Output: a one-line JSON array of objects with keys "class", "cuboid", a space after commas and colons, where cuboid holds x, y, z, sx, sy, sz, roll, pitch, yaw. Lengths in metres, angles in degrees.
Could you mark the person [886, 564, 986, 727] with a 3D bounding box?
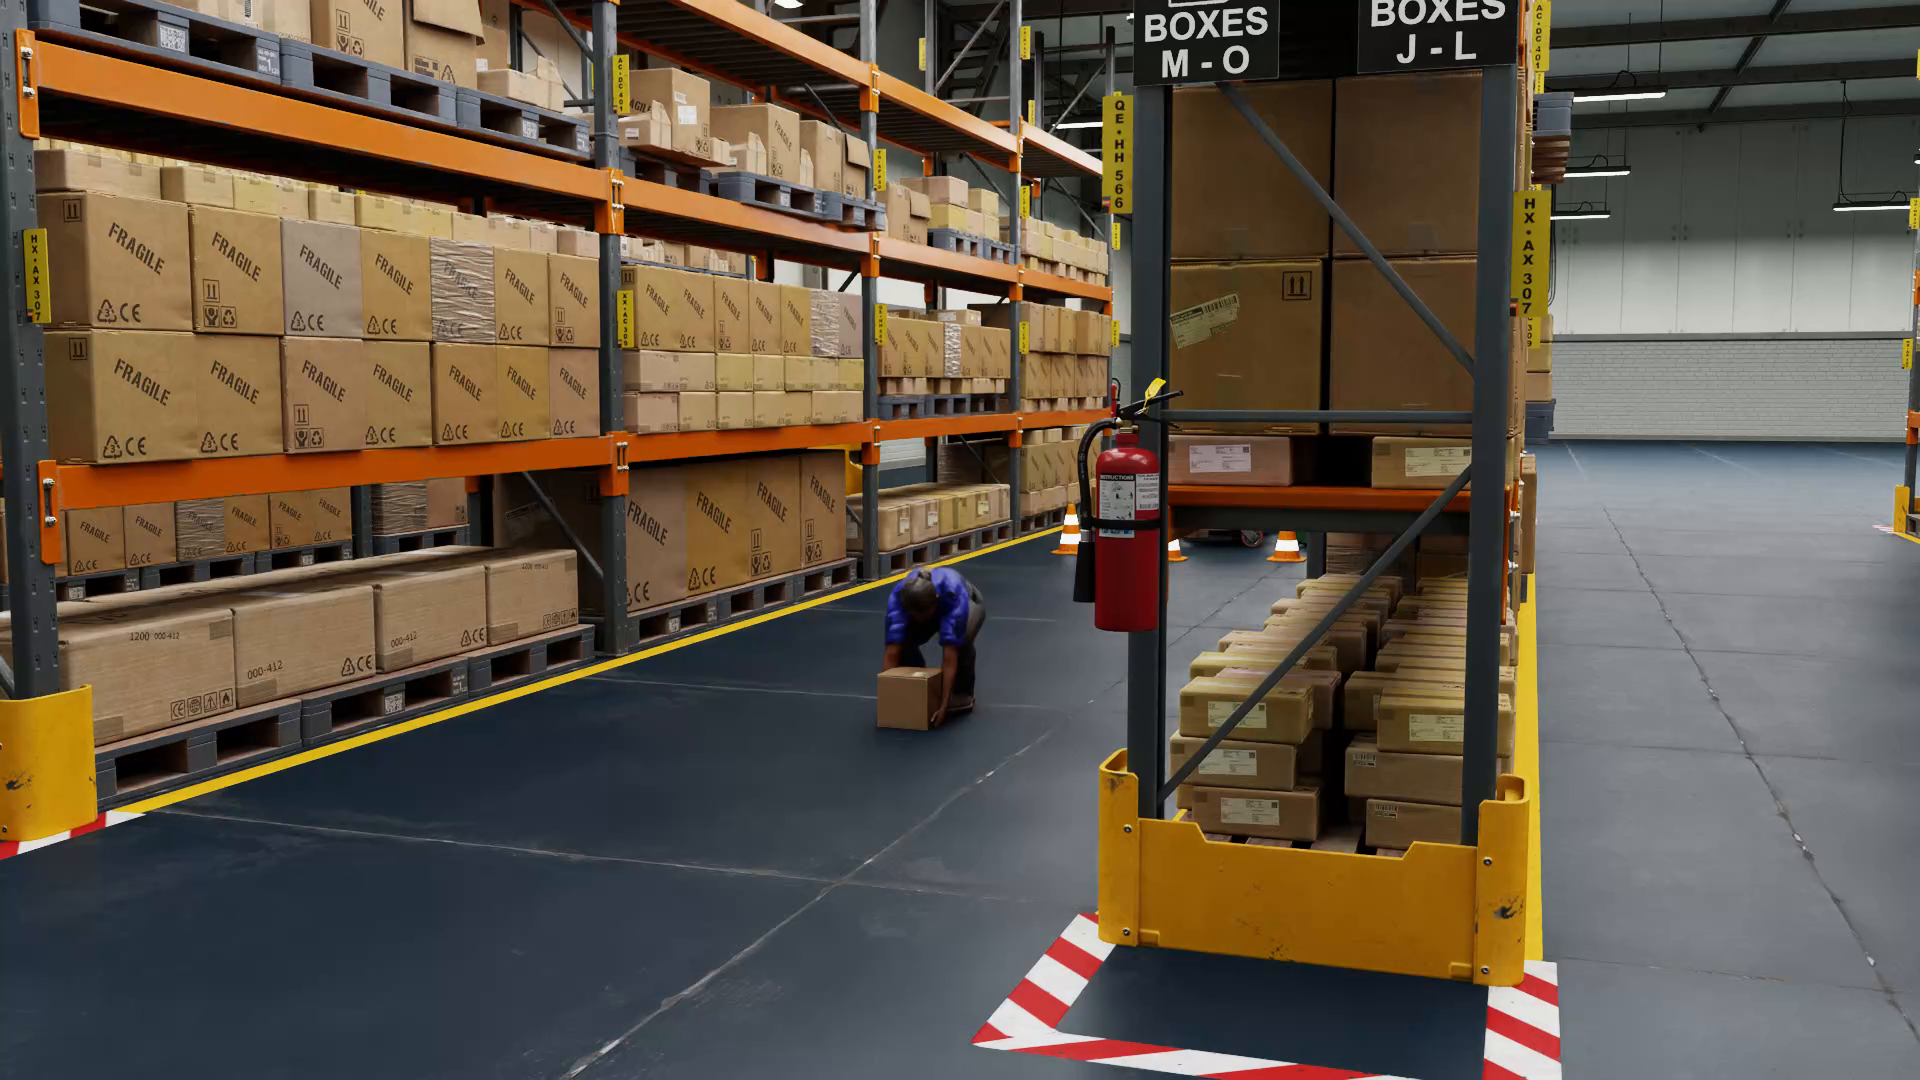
[{"class": "person", "cuboid": [-0.127, 0.492, 8.133, 0.457, 0.762, 0.867, 2, 6, 17]}]
